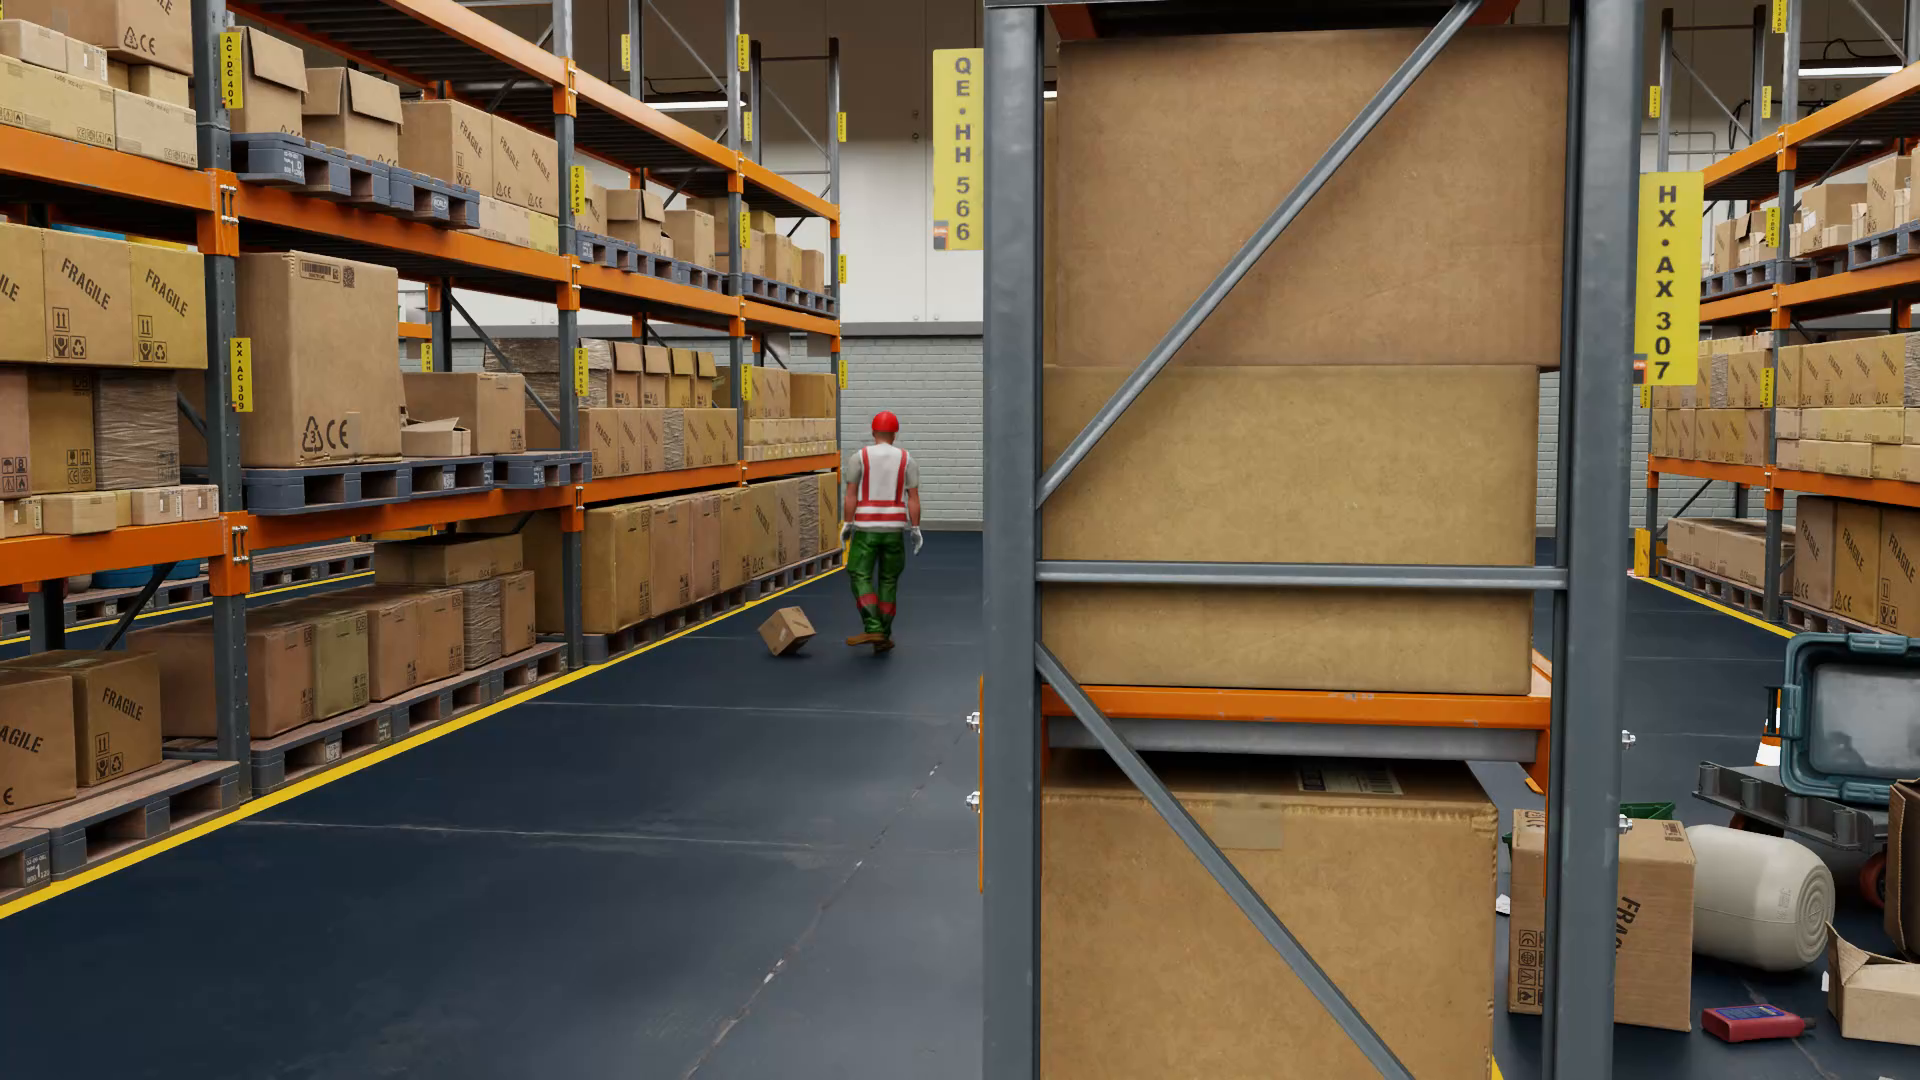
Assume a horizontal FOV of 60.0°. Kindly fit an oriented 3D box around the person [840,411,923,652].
[{"bbox_3d":[-0.573,-0.061,12.242,0.612,1.781,0.577,-1,5,-12],"label":"person"}]
